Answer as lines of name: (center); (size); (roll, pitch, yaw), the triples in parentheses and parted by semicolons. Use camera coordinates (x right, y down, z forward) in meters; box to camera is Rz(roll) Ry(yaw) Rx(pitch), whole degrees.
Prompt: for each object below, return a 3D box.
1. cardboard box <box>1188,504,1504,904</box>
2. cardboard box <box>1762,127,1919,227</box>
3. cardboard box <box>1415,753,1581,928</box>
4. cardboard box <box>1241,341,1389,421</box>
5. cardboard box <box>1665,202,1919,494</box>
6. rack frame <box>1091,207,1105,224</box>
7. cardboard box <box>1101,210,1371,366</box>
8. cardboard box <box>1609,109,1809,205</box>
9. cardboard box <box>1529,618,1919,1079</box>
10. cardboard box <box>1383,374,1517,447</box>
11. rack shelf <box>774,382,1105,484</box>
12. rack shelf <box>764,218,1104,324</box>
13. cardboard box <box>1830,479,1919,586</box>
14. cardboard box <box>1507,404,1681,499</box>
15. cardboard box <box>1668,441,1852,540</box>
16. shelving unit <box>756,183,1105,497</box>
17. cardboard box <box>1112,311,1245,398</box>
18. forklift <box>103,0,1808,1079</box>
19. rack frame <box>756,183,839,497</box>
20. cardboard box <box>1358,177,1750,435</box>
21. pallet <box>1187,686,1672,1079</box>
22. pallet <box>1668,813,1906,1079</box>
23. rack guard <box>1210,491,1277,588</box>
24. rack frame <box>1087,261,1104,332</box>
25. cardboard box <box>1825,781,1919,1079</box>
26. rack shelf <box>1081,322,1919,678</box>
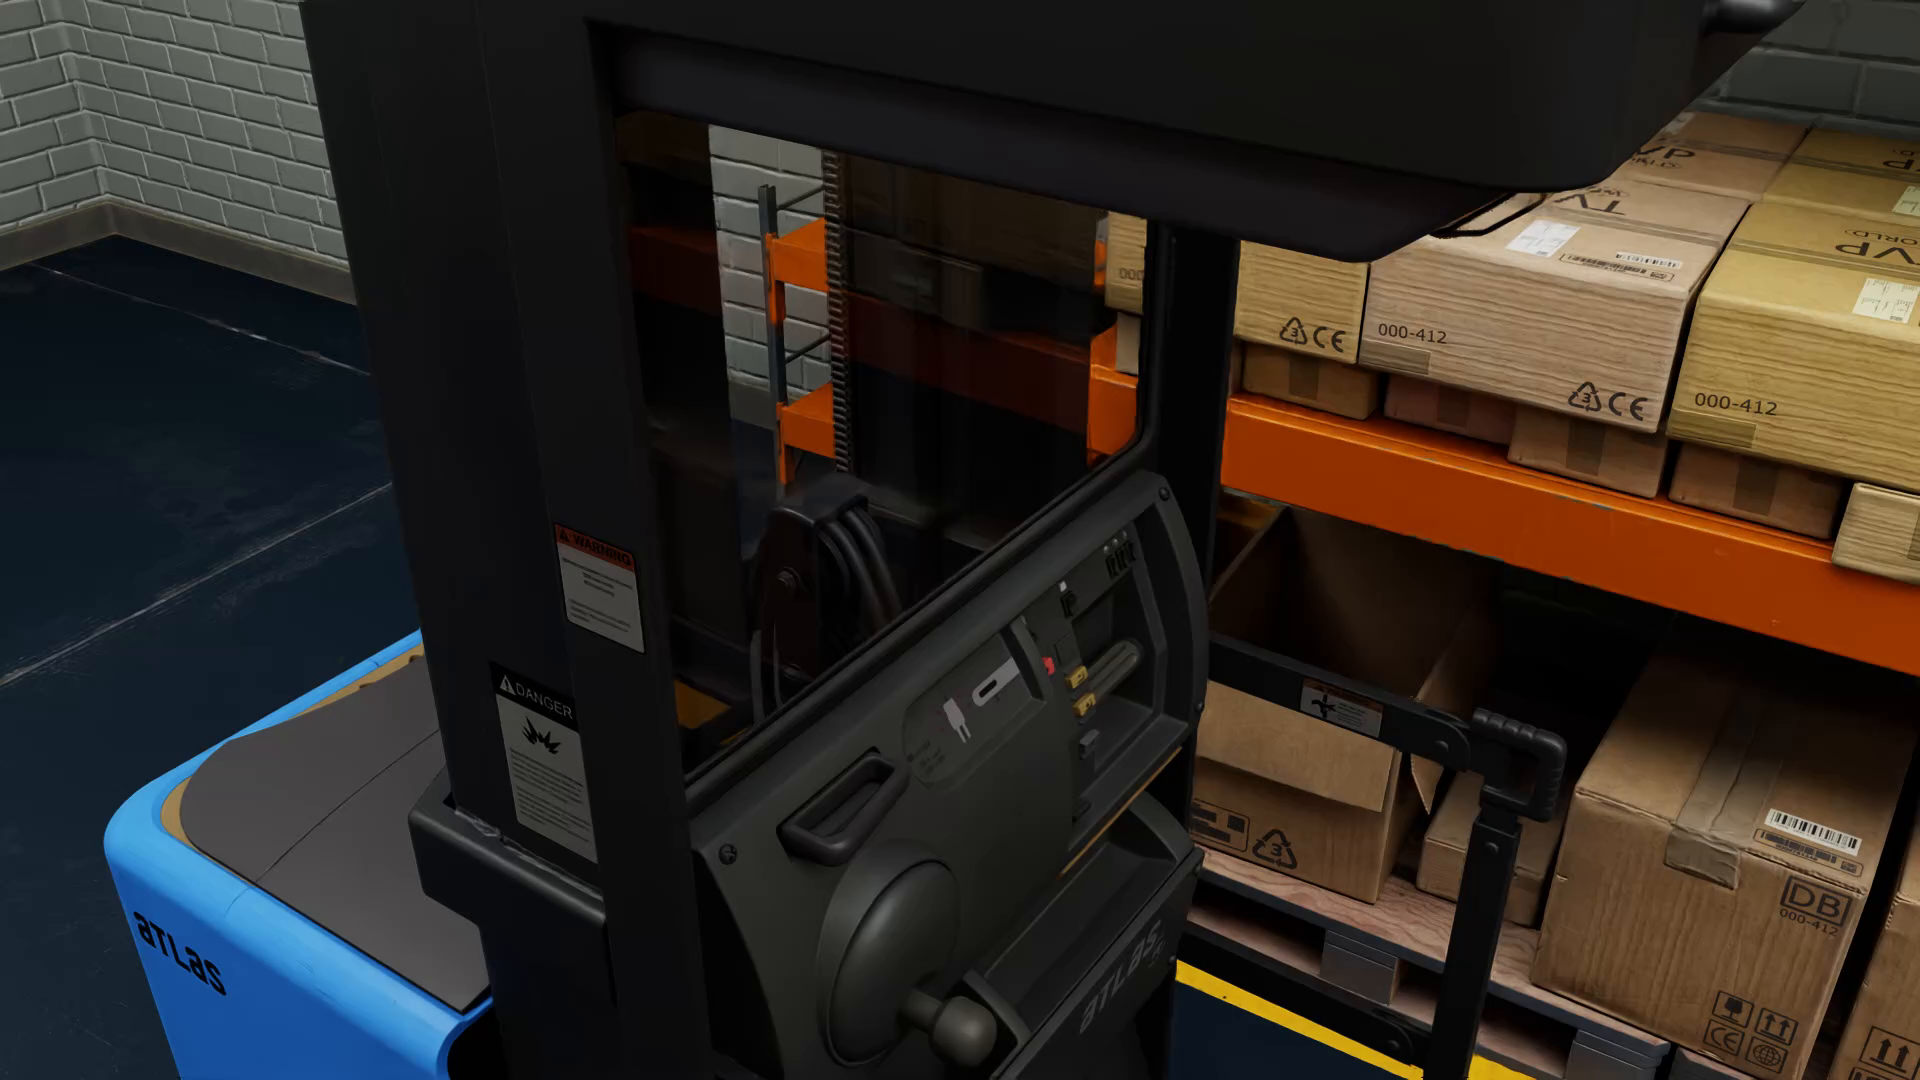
cardboard box: (0.832, 0.348, 3.738); (0.637, 0.503, 0.797); (16, 34, 25)
cardboard box: (1.749, -0.534, 3.042); (0.500, 0.250, 0.500); (19, 35, 29)
cardboard box: (1.172, 0.631, 3.604); (0.250, 0.149, 0.380); (16, 34, 25)
cardboard box: (0.737, -0.392, 3.194); (0.250, 0.149, 0.380); (18, 35, 29)
cardboard box: (1.464, -0.311, 2.661); (0.500, 0.250, 0.500); (17, 34, 26)
rack frame: (0.365, -0.754, 3.565); (0.127, 3.000, 1.000); (18, 35, 27)
cardboard box: (0.606, -0.581, 3.122); (0.500, 0.250, 0.500); (18, 35, 28)
cardboard box: (1.332, -0.669, 3.273); (0.500, 0.250, 0.500); (18, 35, 27)
cardboard box: (1.536, 0.595, 3.318); (0.500, 0.500, 0.700); (19, 35, 29)
cardboard box: (0.978, -0.336, 3.098); (0.250, 0.149, 0.380); (17, 34, 27)
rack shelf: (-0.006, -0.276, 5.092); (1.000, 0.278, 0.538); (17, 35, 27)
rack shelf: (-0.006, -0.740, 4.821); (1.000, 0.278, 0.538); (17, 35, 27)
cardboard box: (1.562, -0.074, 2.649); (0.250, 0.149, 0.380); (17, 34, 26)
cardboard box: (1.160, -0.242, 2.938); (0.250, 0.149, 0.380); (19, 35, 29)
cardboard box: (1.388, -0.173, 2.820); (0.250, 0.149, 0.380); (18, 35, 28)
shelving unit: (-0.006, -0.487, 4.968); (1.048, 1.125, 0.538); (17, 35, 27)
cardboard box: (0.497, -0.440, 3.277); (0.250, 0.149, 0.380); (17, 34, 27)
forklift: (0.220, 0.279, 1.863); (3.031, 2.935, 1.130); (19, 35, 29)
rack frame: (-0.437, -0.623, 5.201); (0.032, 1.125, 0.500); (17, 35, 27)
cardboard box: (1.033, -0.446, 2.891); (0.500, 0.250, 0.500); (18, 35, 28)
pallet: (1.105, 0.685, 3.867); (1.213, 0.211, 1.003); (18, 35, 27)
pallet: (2.134, 1.012, 3.306); (1.213, 0.211, 1.003); (18, 35, 27)
rack guard: (0.429, 0.347, 4.160); (0.348, 0.500, 1.175); (18, 35, 27)
rack frame: (0.425, -0.351, 4.736); (0.032, 1.125, 0.500); (17, 35, 27)
cardboard box: (1.930, 0.779, 3.002); (0.500, 0.500, 0.500); (18, 35, 28)
rack shelf: (2.059, 0.093, 2.828); (4.000, 0.370, 1.077); (18, 35, 27)
